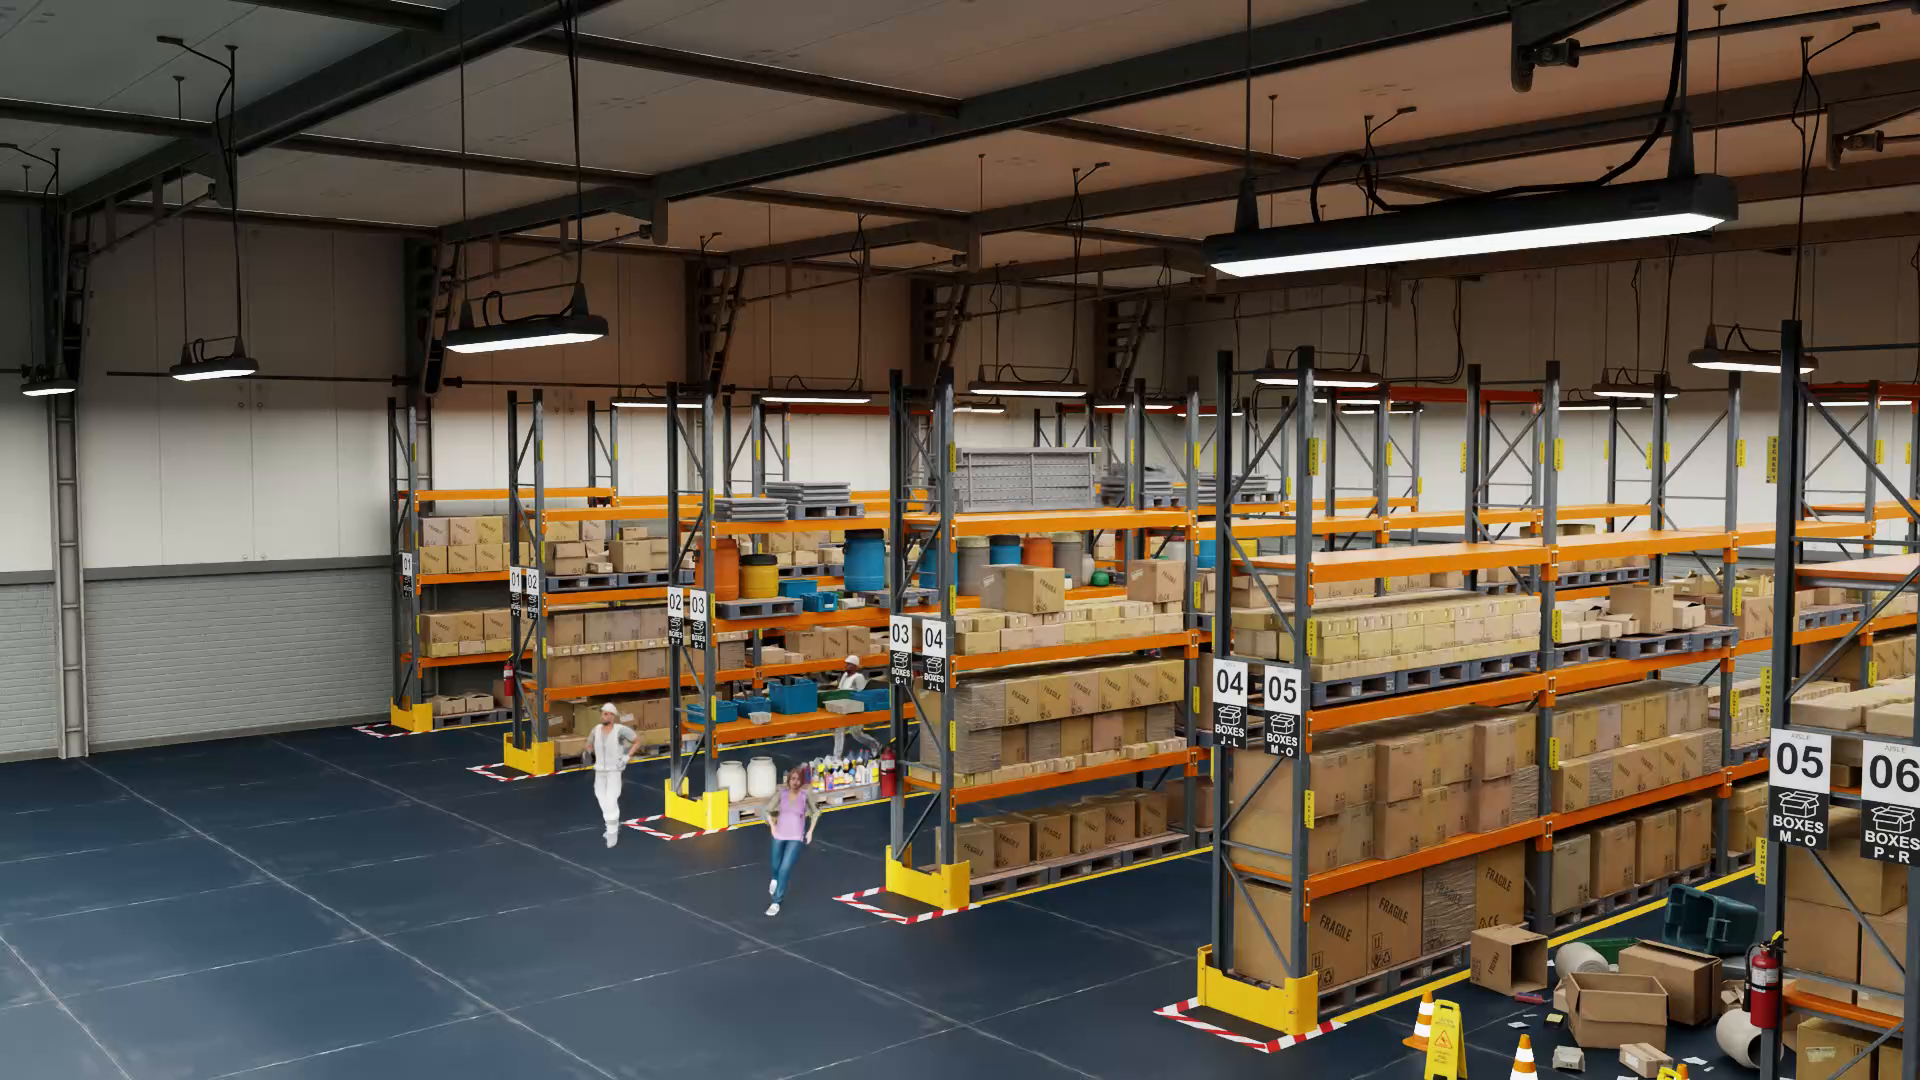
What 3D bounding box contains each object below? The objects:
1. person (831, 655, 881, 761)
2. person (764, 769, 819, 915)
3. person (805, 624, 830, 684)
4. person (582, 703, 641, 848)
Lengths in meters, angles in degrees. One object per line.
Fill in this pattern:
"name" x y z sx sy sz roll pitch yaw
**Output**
"person" -1.733 2.713 26.499 0.989 1.763 0.693 -2 4 -36
"person" -1.877 3.308 18.448 0.605 1.551 0.794 0 3 2
"person" -2.808 2.242 32.059 0.710 1.671 0.510 -3 5 -44
"person" -4.535 3.017 21.473 0.719 1.813 0.622 1 3 13
